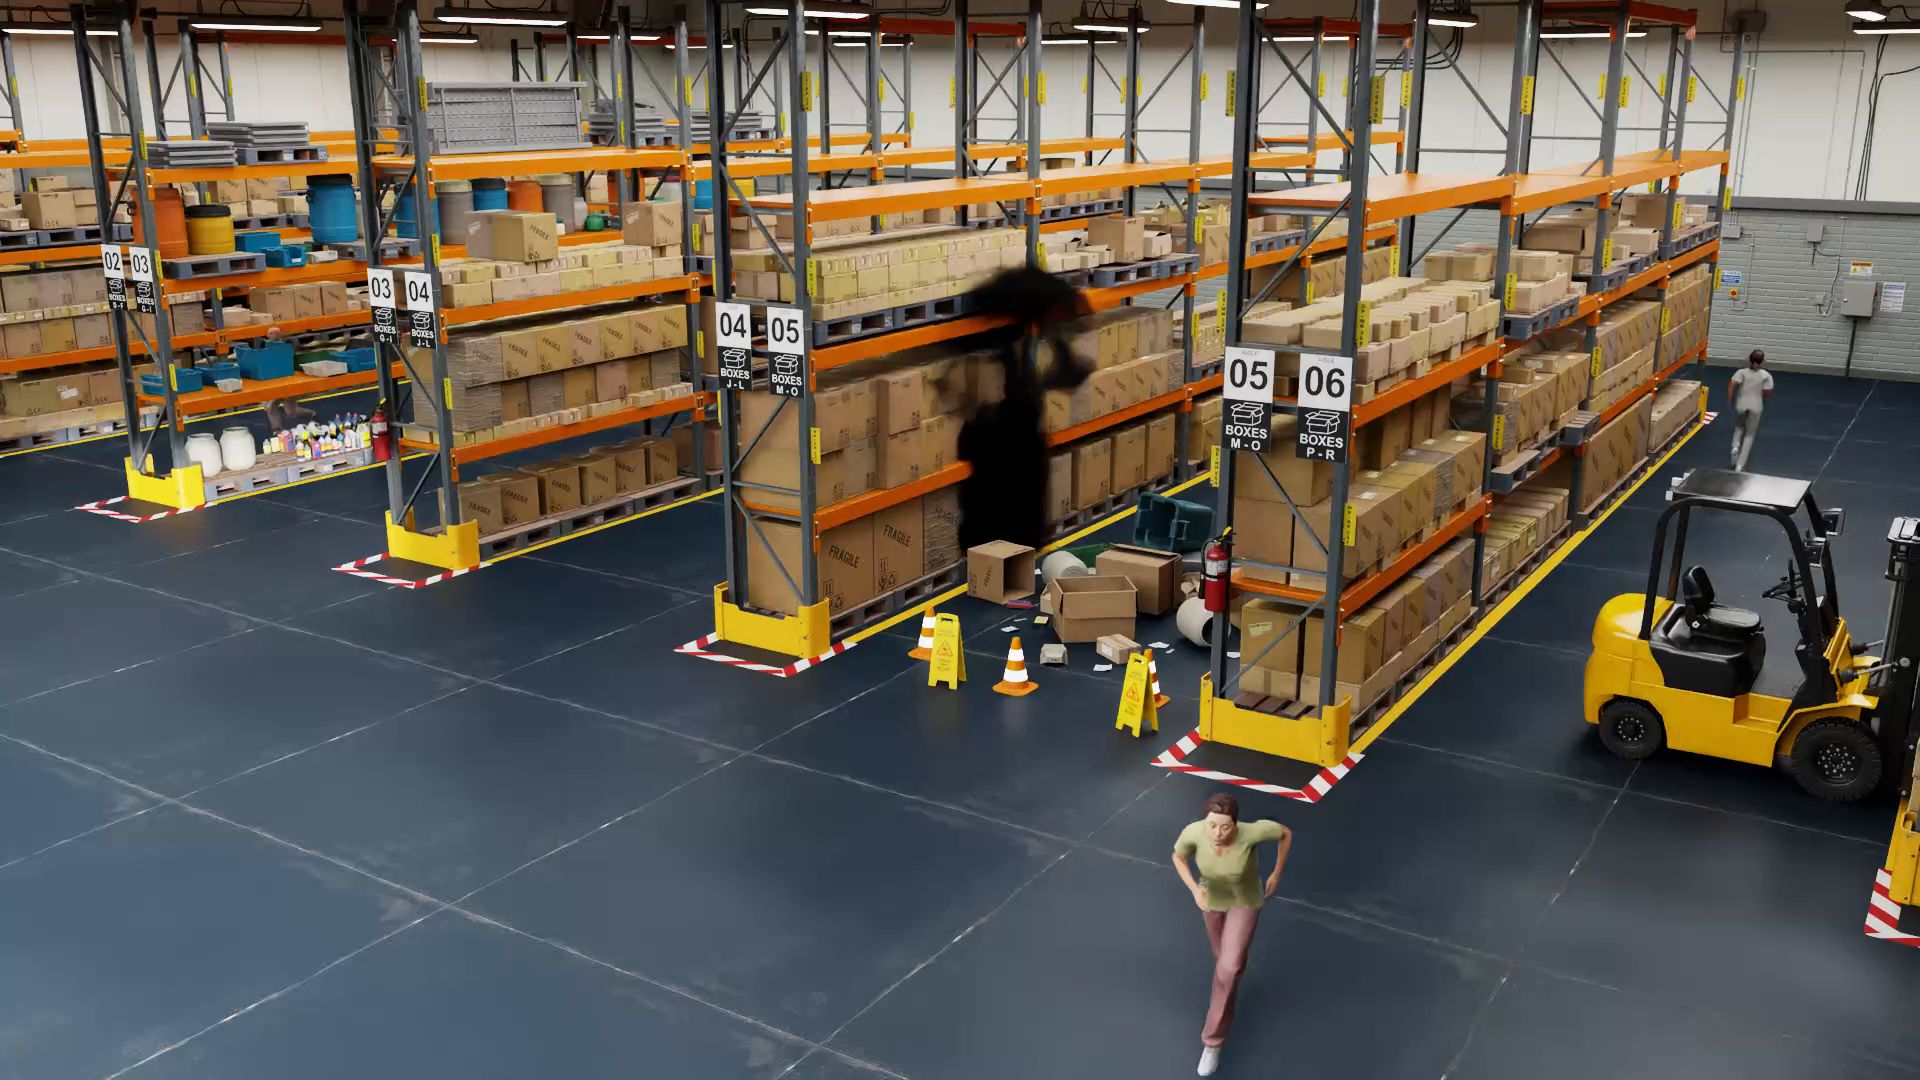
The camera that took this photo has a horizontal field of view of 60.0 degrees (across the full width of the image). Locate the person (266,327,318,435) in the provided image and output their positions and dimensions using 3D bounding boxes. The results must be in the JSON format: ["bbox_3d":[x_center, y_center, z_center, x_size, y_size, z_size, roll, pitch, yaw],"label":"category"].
[{"bbox_3d":[-9.838,-2.275,24.266,0.645,1.709,0.882,6,17,21],"label":"person"}]

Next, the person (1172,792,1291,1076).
[{"bbox_3d":[1.492,2.008,9.132,0.619,1.626,0.960,5,16,18],"label":"person"}]

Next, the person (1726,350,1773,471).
[{"bbox_3d":[10.663,-1.773,22.513,0.536,1.627,0.693,9,18,29],"label":"person"}]

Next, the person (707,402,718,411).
[{"bbox_3d":[-3.919,-2.925,26.532,0.674,1.738,0.653,9,18,29],"label":"person"}]
